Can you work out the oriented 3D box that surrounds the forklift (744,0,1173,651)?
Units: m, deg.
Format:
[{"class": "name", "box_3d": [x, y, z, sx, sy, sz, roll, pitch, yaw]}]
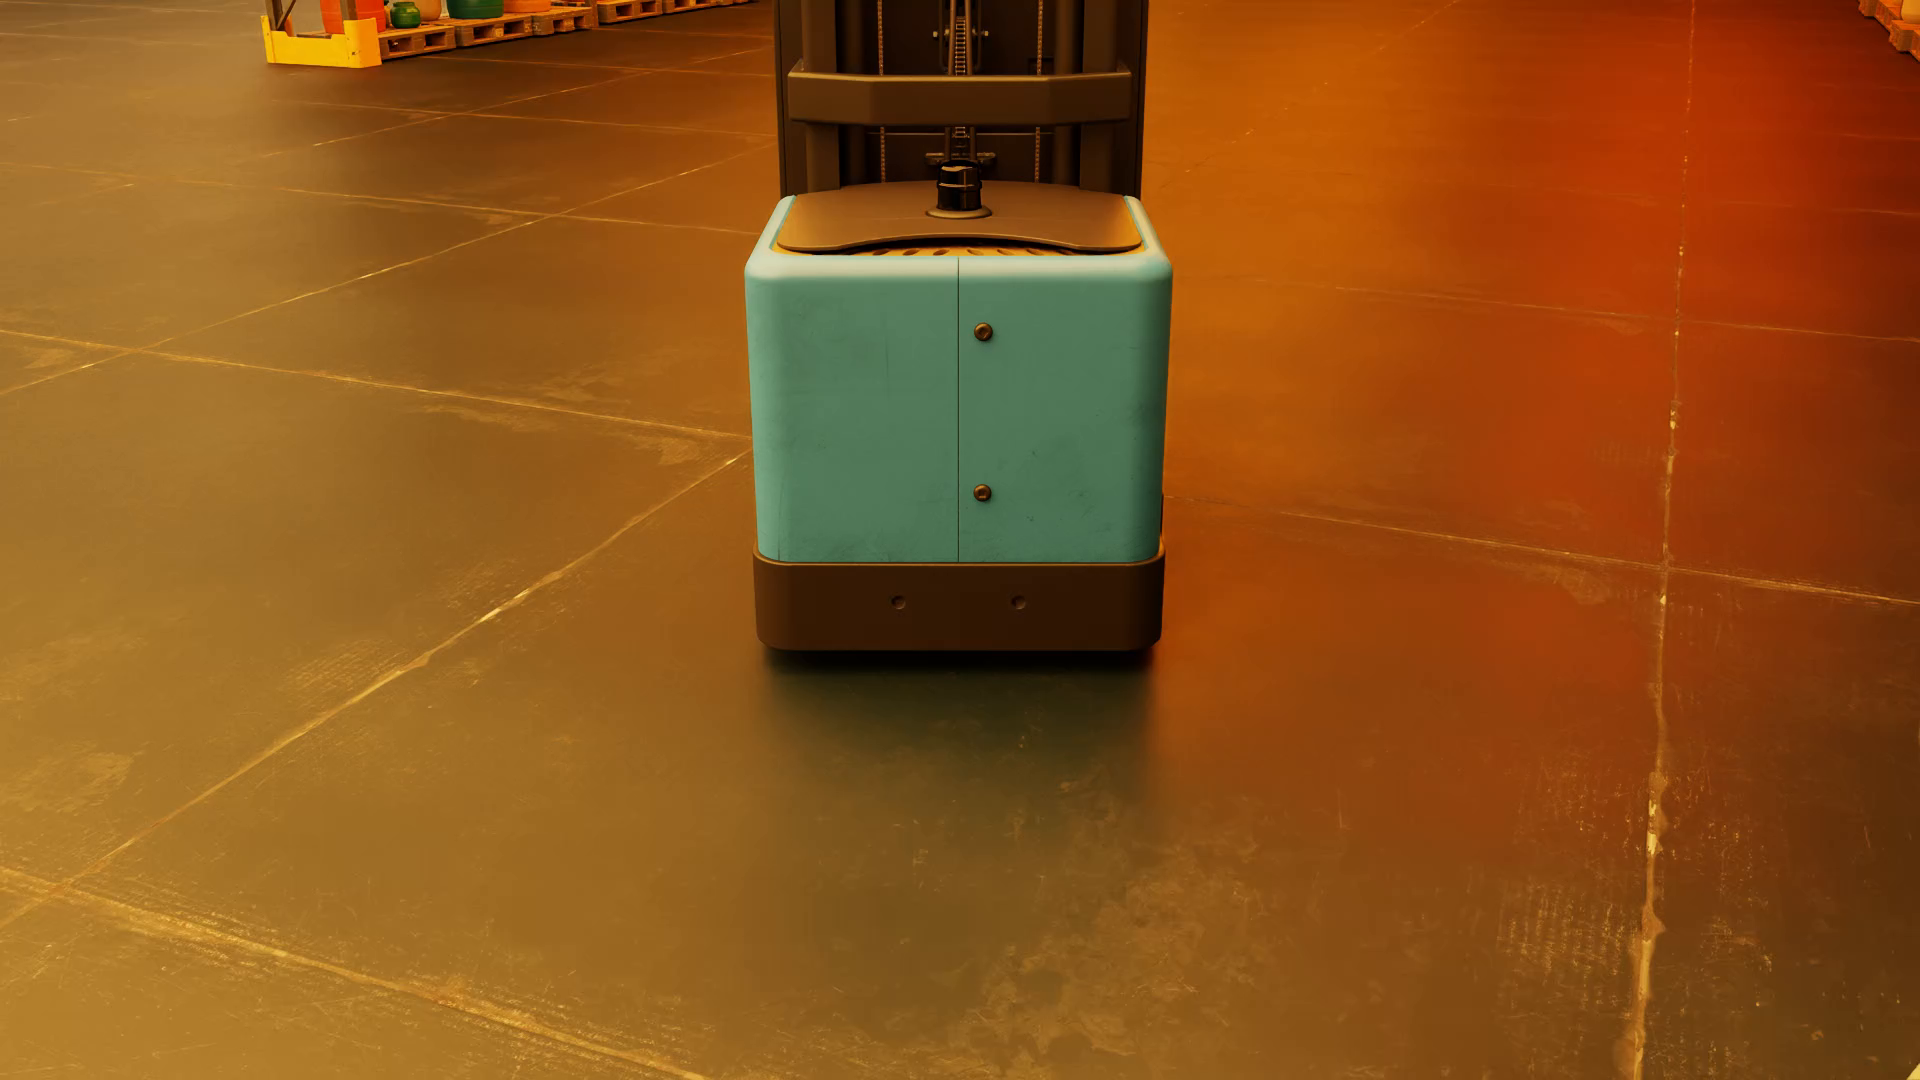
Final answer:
[{"class": "forklift", "box_3d": [0.002, -1.587, 5.089, 1.130, 2.935, 3.031, 0, 23, 0]}]
